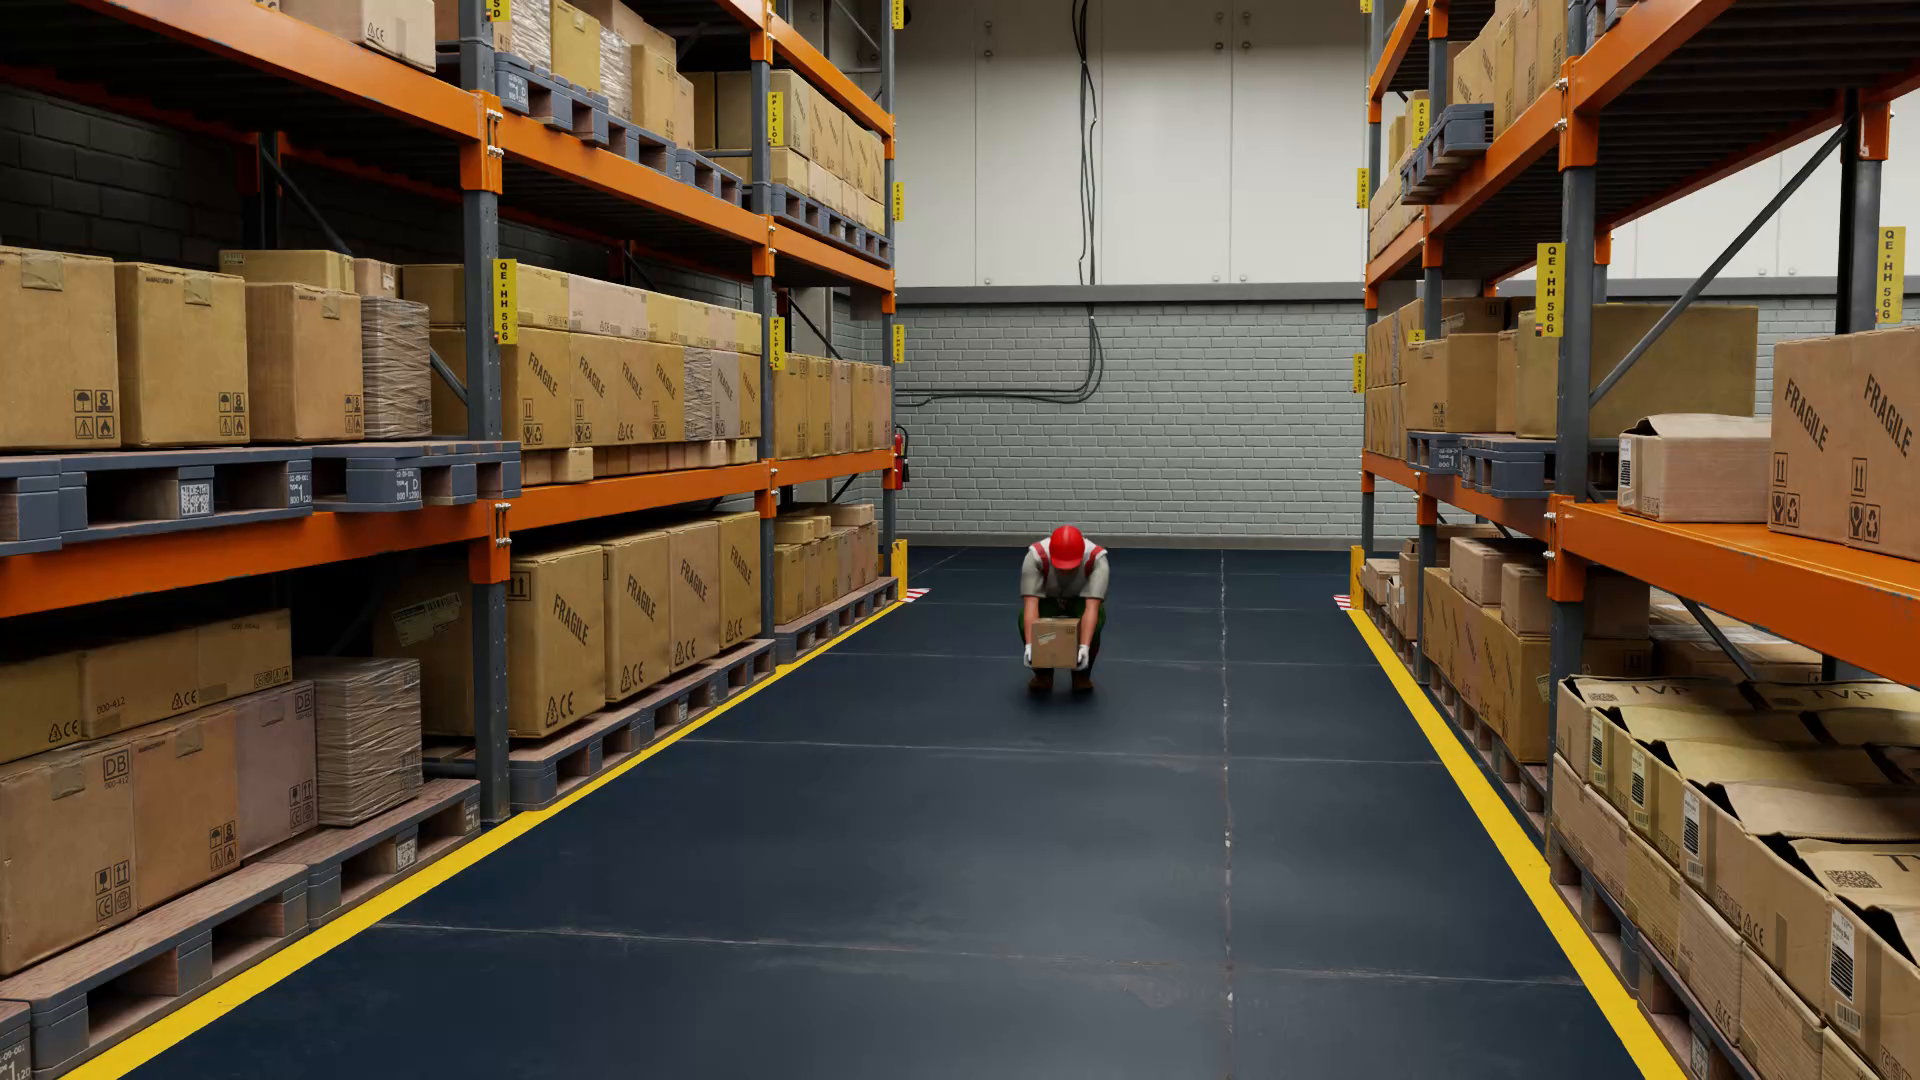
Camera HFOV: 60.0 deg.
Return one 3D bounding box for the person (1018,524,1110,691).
[{"bbox_3d":[0.601,0.386,9.634,0.534,0.995,0.894,1,4,7],"label":"person"}]
